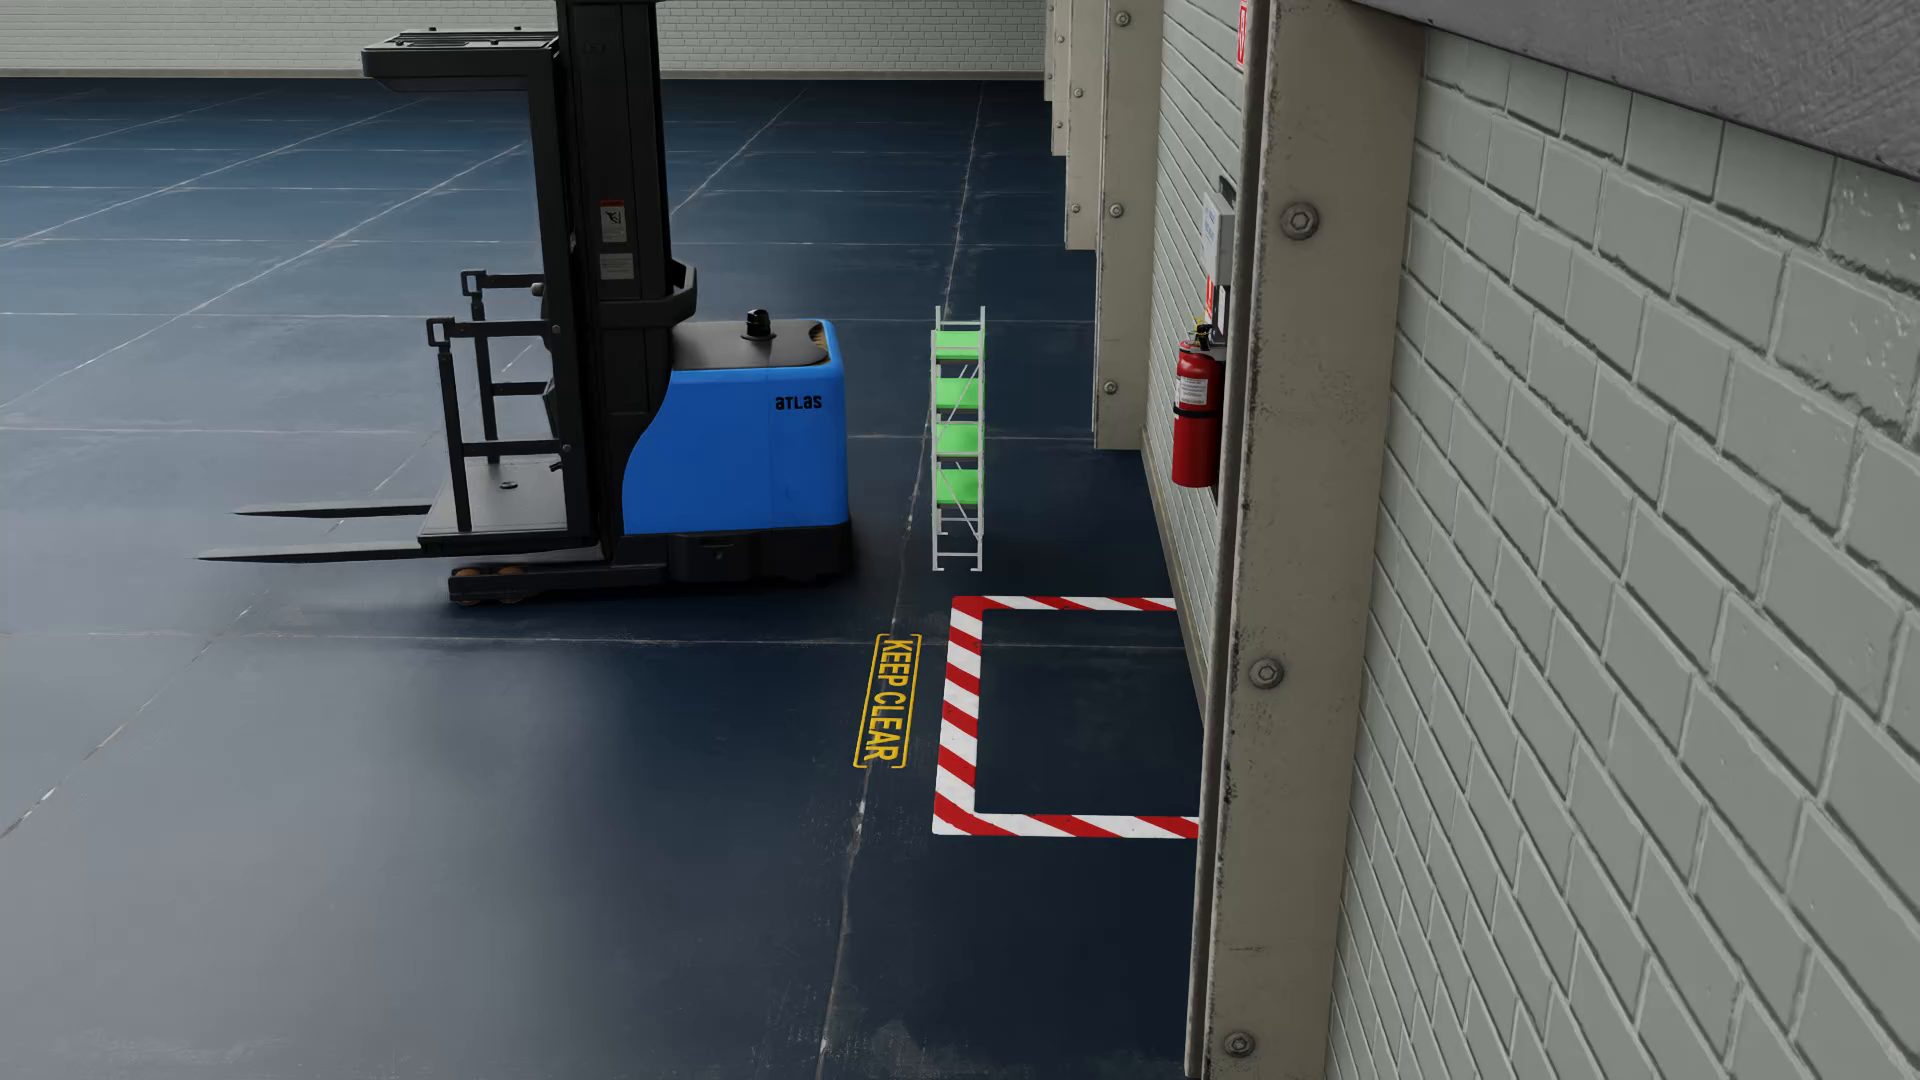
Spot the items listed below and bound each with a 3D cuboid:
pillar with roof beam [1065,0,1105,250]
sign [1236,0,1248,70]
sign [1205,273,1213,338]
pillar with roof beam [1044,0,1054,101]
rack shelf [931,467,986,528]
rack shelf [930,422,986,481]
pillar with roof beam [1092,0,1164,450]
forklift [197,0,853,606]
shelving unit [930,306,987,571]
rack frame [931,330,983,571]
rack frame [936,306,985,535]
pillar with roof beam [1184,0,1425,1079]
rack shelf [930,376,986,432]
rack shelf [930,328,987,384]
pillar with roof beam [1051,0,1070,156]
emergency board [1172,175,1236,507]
[{"bbox_3d":[-3.155,-7.025,14.194,9.100,9.000,0.400,1,21,2],"label":"pillar with roof beam"},{"bbox_3d":[0.996,-1.817,5.862,0.001,0.298,0.199,1,21,2],"label":"sign"},{"bbox_3d":[1.016,-0.950,6.782,0.001,0.329,0.234,1,21,2],"label":"sign"},{"bbox_3d":[-2.790,-11.364,25.376,9.100,9.000,0.400,1,21,2],"label":"pillar with roof beam"},{"bbox_3d":[-0.005,-0.216,8.268,0.258,0.148,0.480,1,21,2],"label":"rack shelf"},{"bbox_3d":[-0.005,-0.440,8.181,0.258,0.148,0.480,1,21,2],"label":"rack shelf"},{"bbox_3d":[-3.338,-4.855,8.602,9.100,9.000,0.400,1,21,2],"label":"pillar with roof beam"},{"bbox_3d":[-2.075,-1.264,7.734,3.031,2.935,1.130,-3,21,-7],"label":"forklift"},{"bbox_3d":[-0.005,-0.500,8.158,0.258,1.200,0.503,1,21,2],"label":"shelving unit"},{"bbox_3d":[-0.012,-0.411,7.930,0.240,1.200,0.015,1,21,2],"label":"rack frame"},{"bbox_3d":[0.002,-0.588,8.385,0.240,1.200,0.015,1,21,2],"label":"rack frame"},{"bbox_3d":[-3.520,-2.686,3.011,9.100,9.000,0.400,1,21,2],"label":"pillar with roof beam"},{"bbox_3d":[-0.005,-0.664,8.094,0.258,0.148,0.480,1,21,2],"label":"rack shelf"},{"bbox_3d":[-0.005,-0.887,8.007,0.258,0.148,0.480,1,21,2],"label":"rack shelf"},{"bbox_3d":[-2.973,-9.194,19.785,9.100,9.000,0.400,1,21,2],"label":"pillar with roof beam"},{"bbox_3d":[0.896,-0.735,6.276,0.194,1.169,0.643,1,21,2],"label":"emergency board"}]
